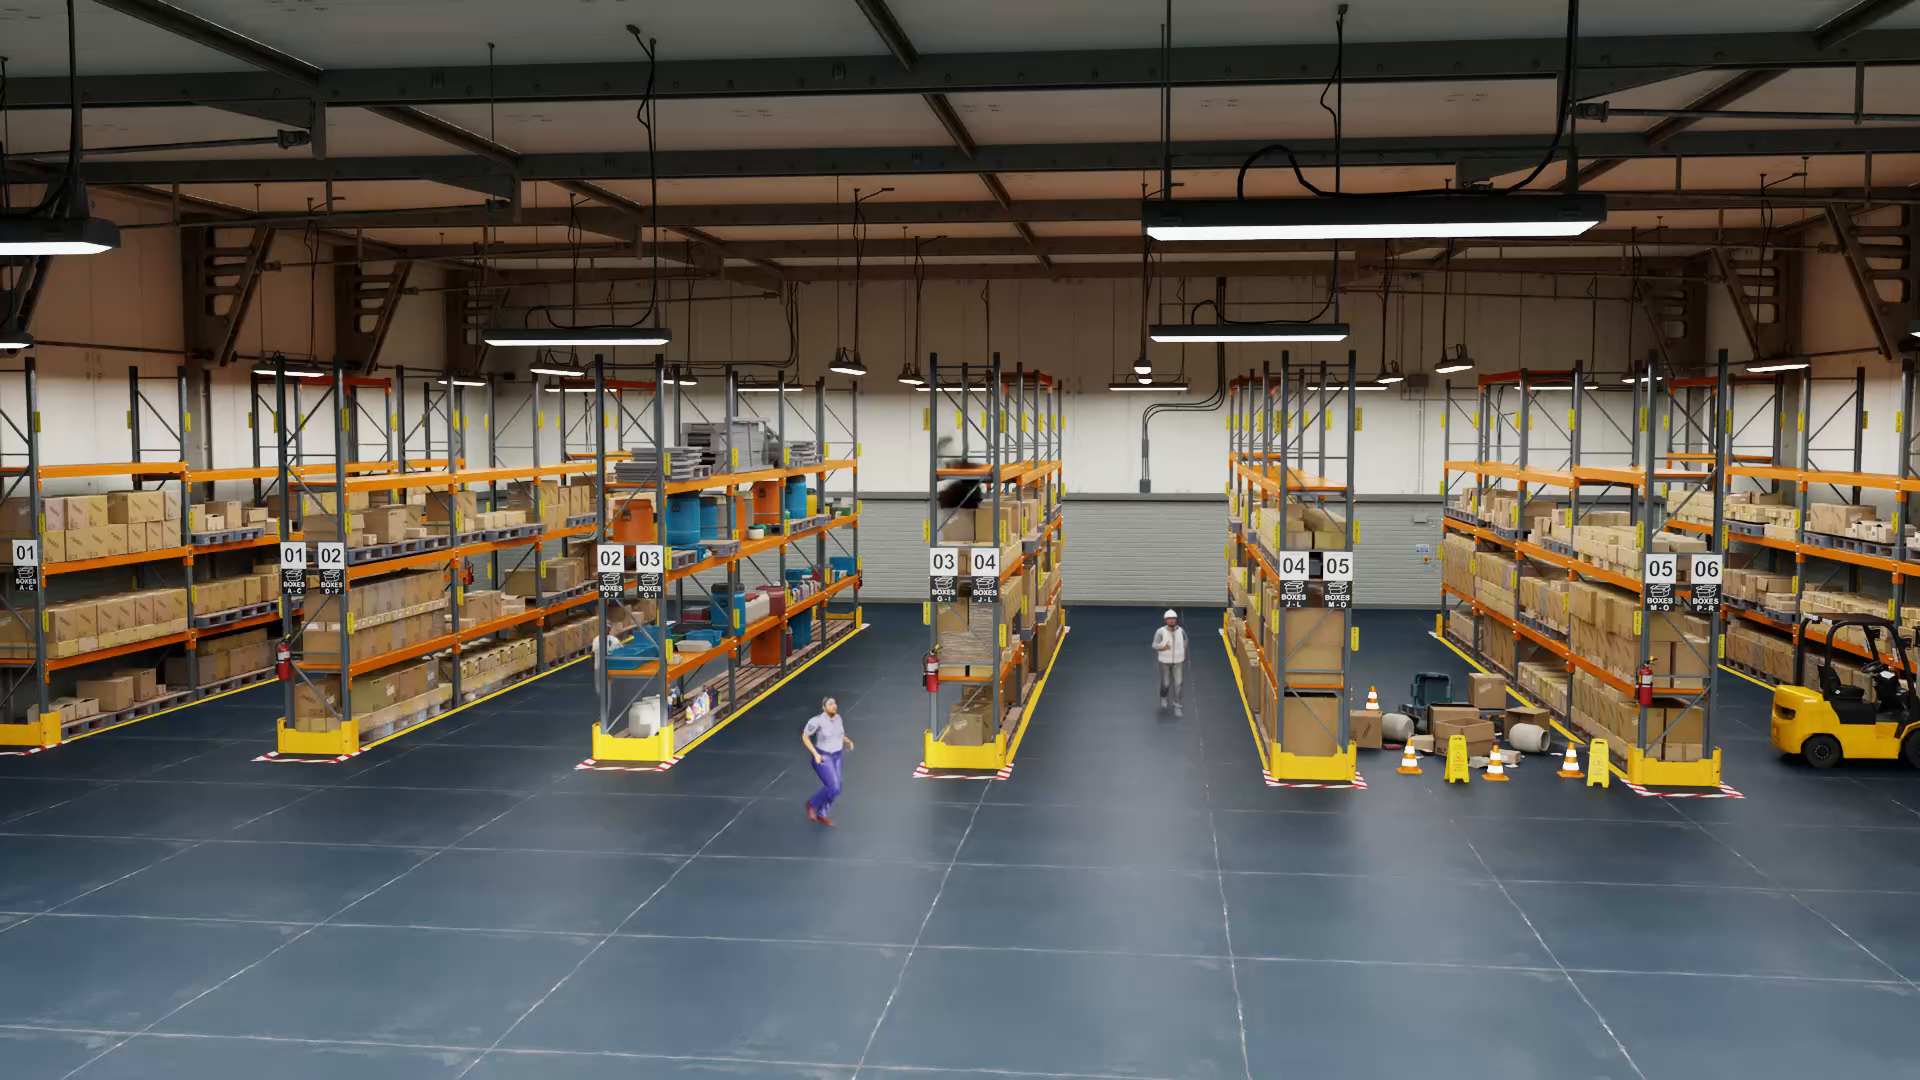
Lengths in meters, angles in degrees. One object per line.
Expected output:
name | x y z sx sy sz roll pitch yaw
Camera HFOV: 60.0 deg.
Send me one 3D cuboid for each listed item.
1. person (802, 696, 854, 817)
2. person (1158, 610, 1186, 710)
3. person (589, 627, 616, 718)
person | -1.586 2.708 20.646 0.524 1.529 0.591 3 5 38
person | 3.615 2.036 28.465 0.497 1.690 0.817 0 4 -5
person | -6.031 2.204 28.394 0.583 1.618 0.593 0 4 6
